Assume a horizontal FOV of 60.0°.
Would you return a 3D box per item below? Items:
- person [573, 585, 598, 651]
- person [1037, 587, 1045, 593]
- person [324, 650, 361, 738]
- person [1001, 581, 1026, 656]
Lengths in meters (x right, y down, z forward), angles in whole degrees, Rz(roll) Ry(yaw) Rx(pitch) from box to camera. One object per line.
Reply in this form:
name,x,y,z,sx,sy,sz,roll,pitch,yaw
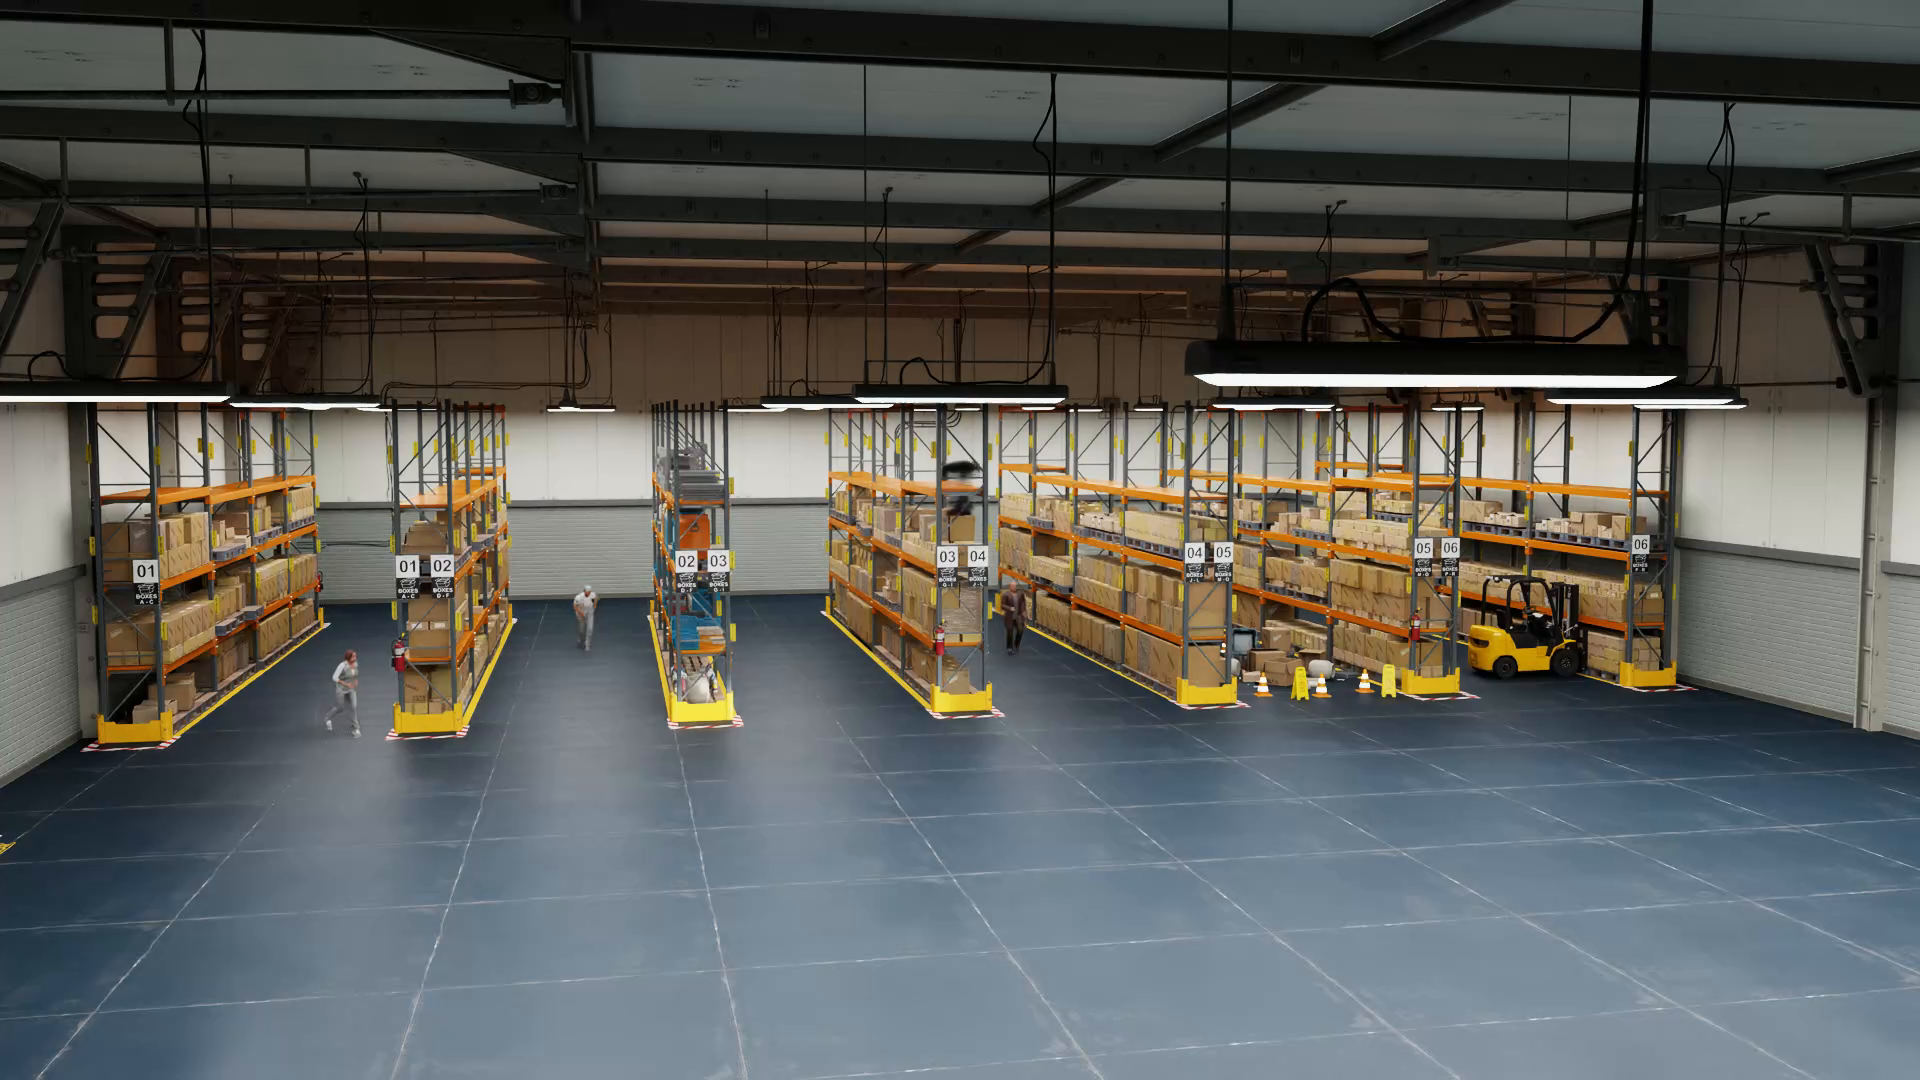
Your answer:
person,-9.187,1.888,40.681,0.629,1.628,1.004,-3,5,-31
person,2.627,1.137,49.619,0.877,1.762,0.652,2,5,26
person,-10.969,2.702,29.612,1.009,1.544,0.570,3,5,31
person,1.286,1.863,39.551,0.678,1.780,0.846,-1,4,-12
